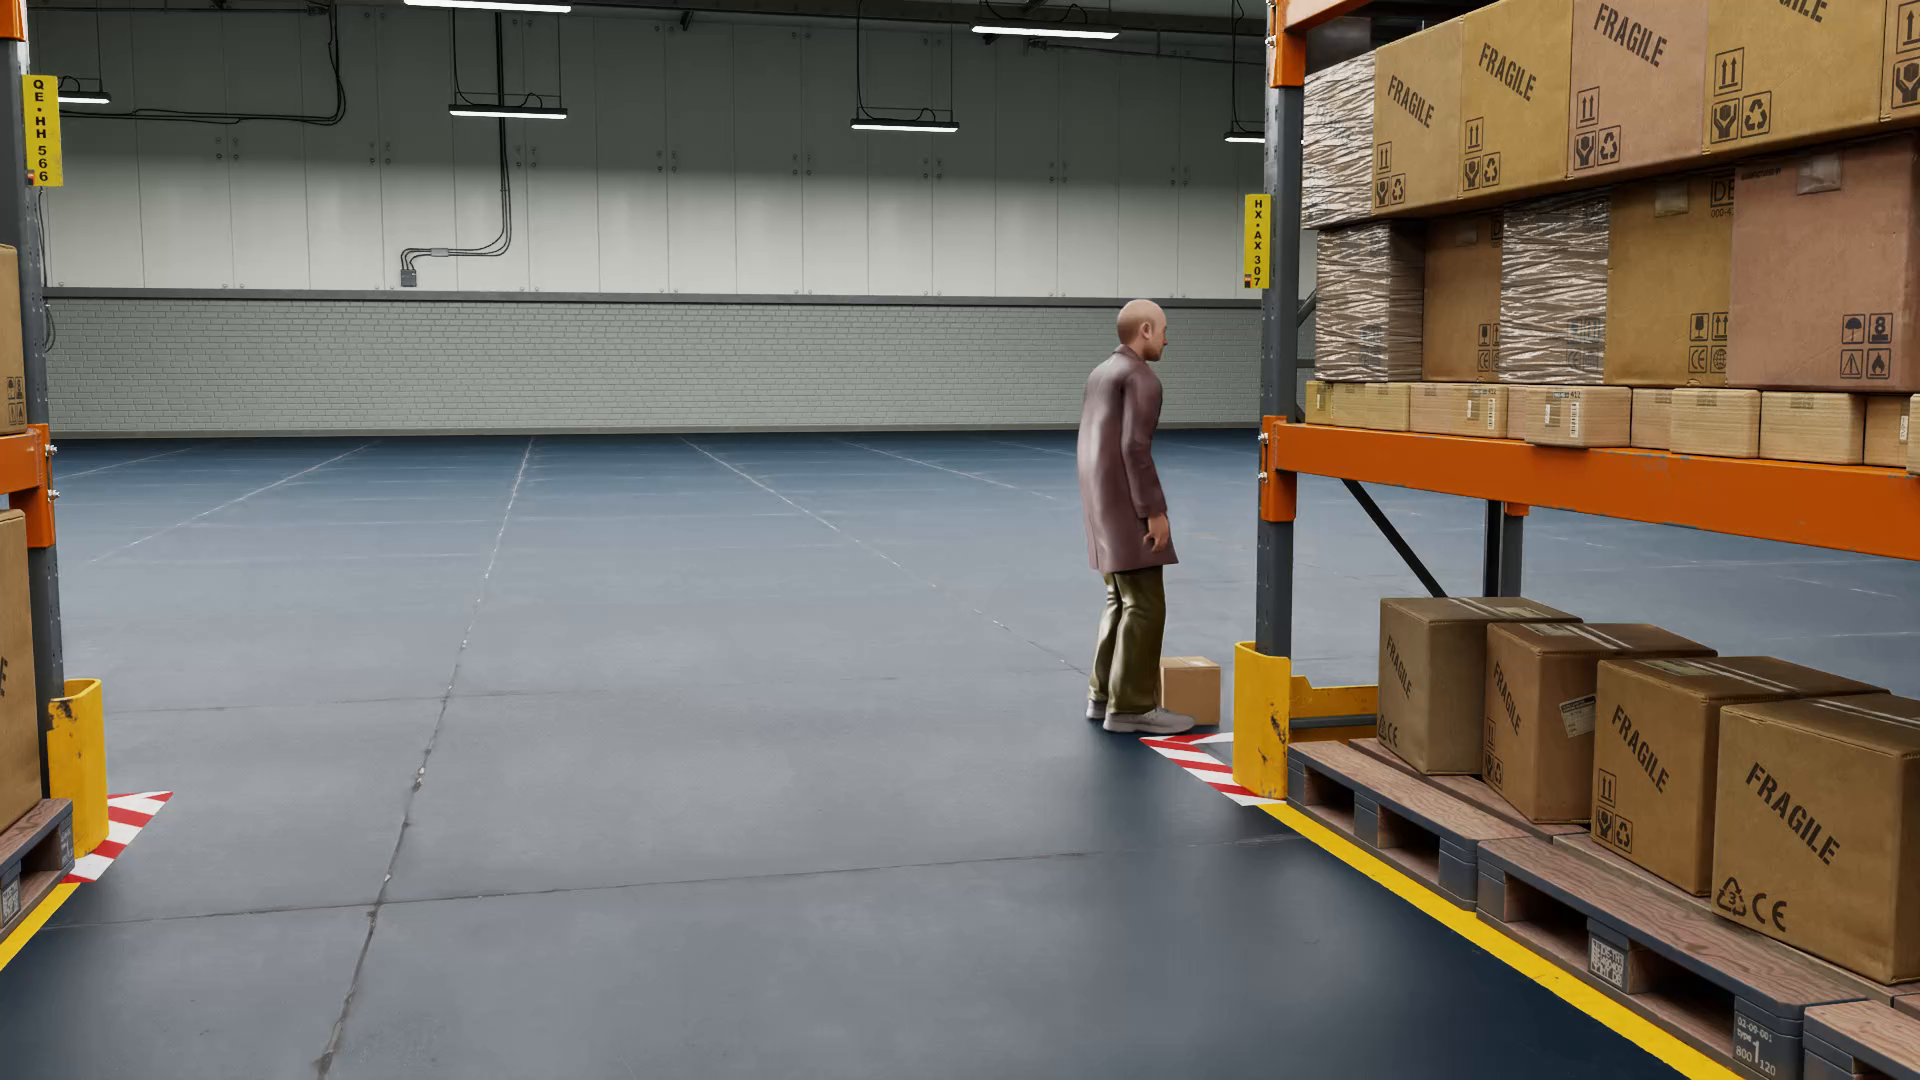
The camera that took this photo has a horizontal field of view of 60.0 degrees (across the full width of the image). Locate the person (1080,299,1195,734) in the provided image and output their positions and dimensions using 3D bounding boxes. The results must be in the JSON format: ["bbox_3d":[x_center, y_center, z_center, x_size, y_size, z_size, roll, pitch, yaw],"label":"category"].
[{"bbox_3d":[0.716,-0.111,6.947,0.417,1.774,0.652,-1,6,-10],"label":"person"}]
